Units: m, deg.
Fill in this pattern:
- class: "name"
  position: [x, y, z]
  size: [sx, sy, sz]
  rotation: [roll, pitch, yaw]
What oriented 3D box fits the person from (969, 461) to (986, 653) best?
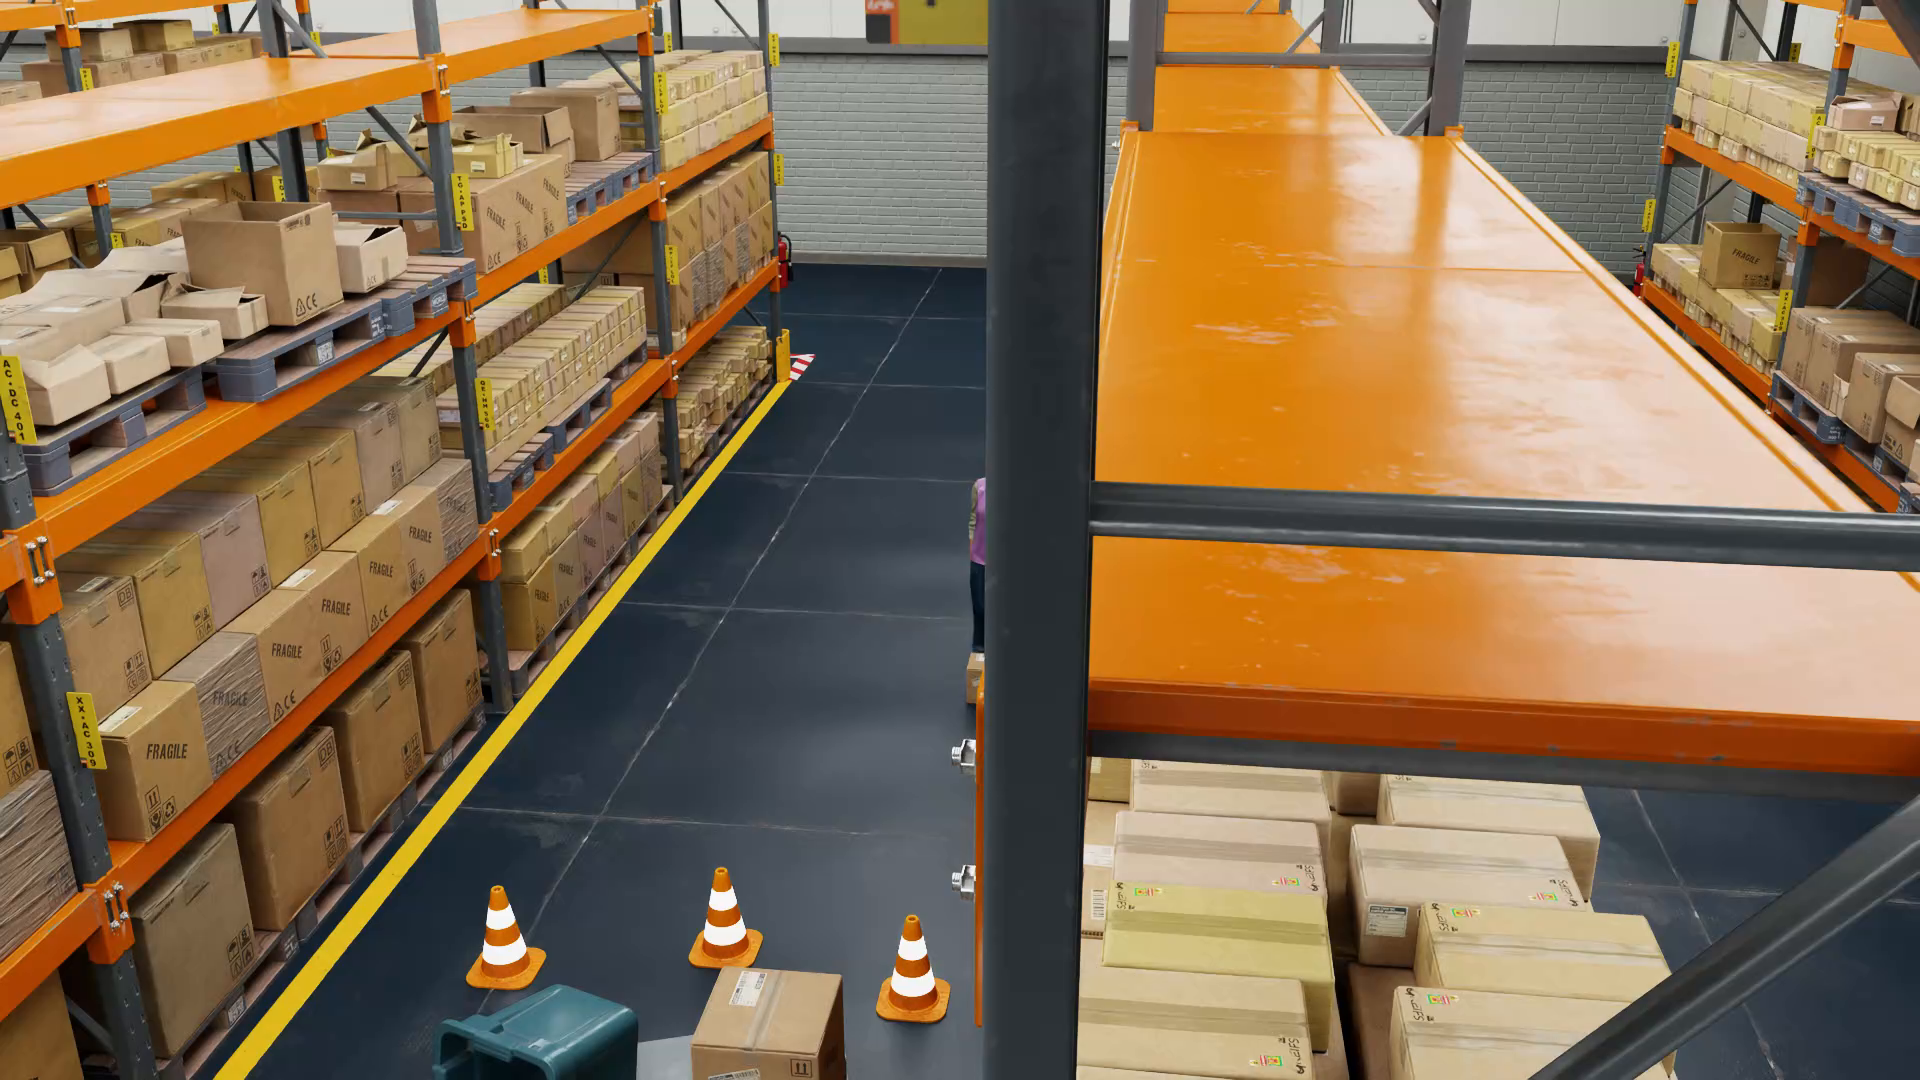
- class: "person"
  position: [0.261, 0.142, 11.136]
  size: [0.409, 1.596, 0.301]
  rotation: [3, 22, 8]
